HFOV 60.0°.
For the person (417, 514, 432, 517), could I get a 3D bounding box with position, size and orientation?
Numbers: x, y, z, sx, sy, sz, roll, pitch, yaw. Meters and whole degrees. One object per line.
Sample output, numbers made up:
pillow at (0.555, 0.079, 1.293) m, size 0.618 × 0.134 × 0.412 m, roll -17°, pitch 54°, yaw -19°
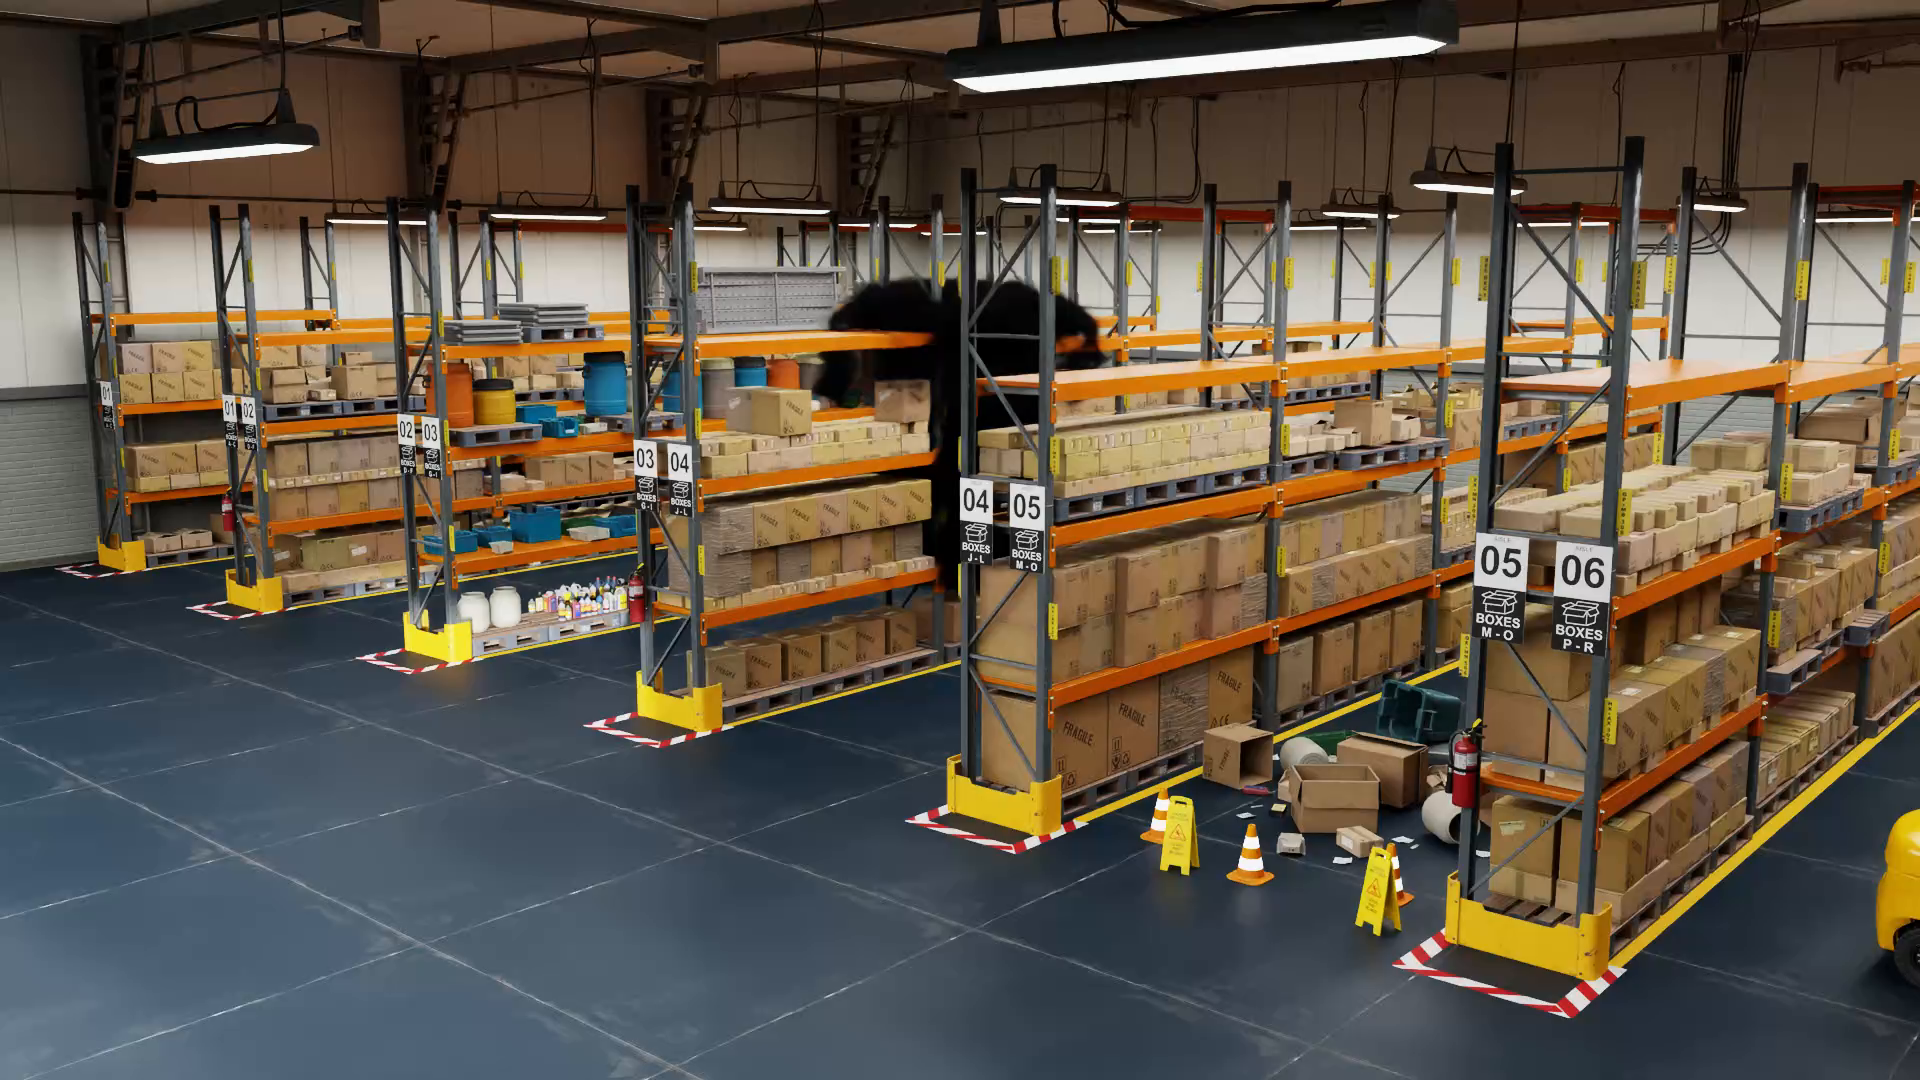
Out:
person at (-9.528, -0.590, 29.944) m, size 0.562 × 1.609 × 0.589 m, roll 6°, pitch 11°, yaw 30°
